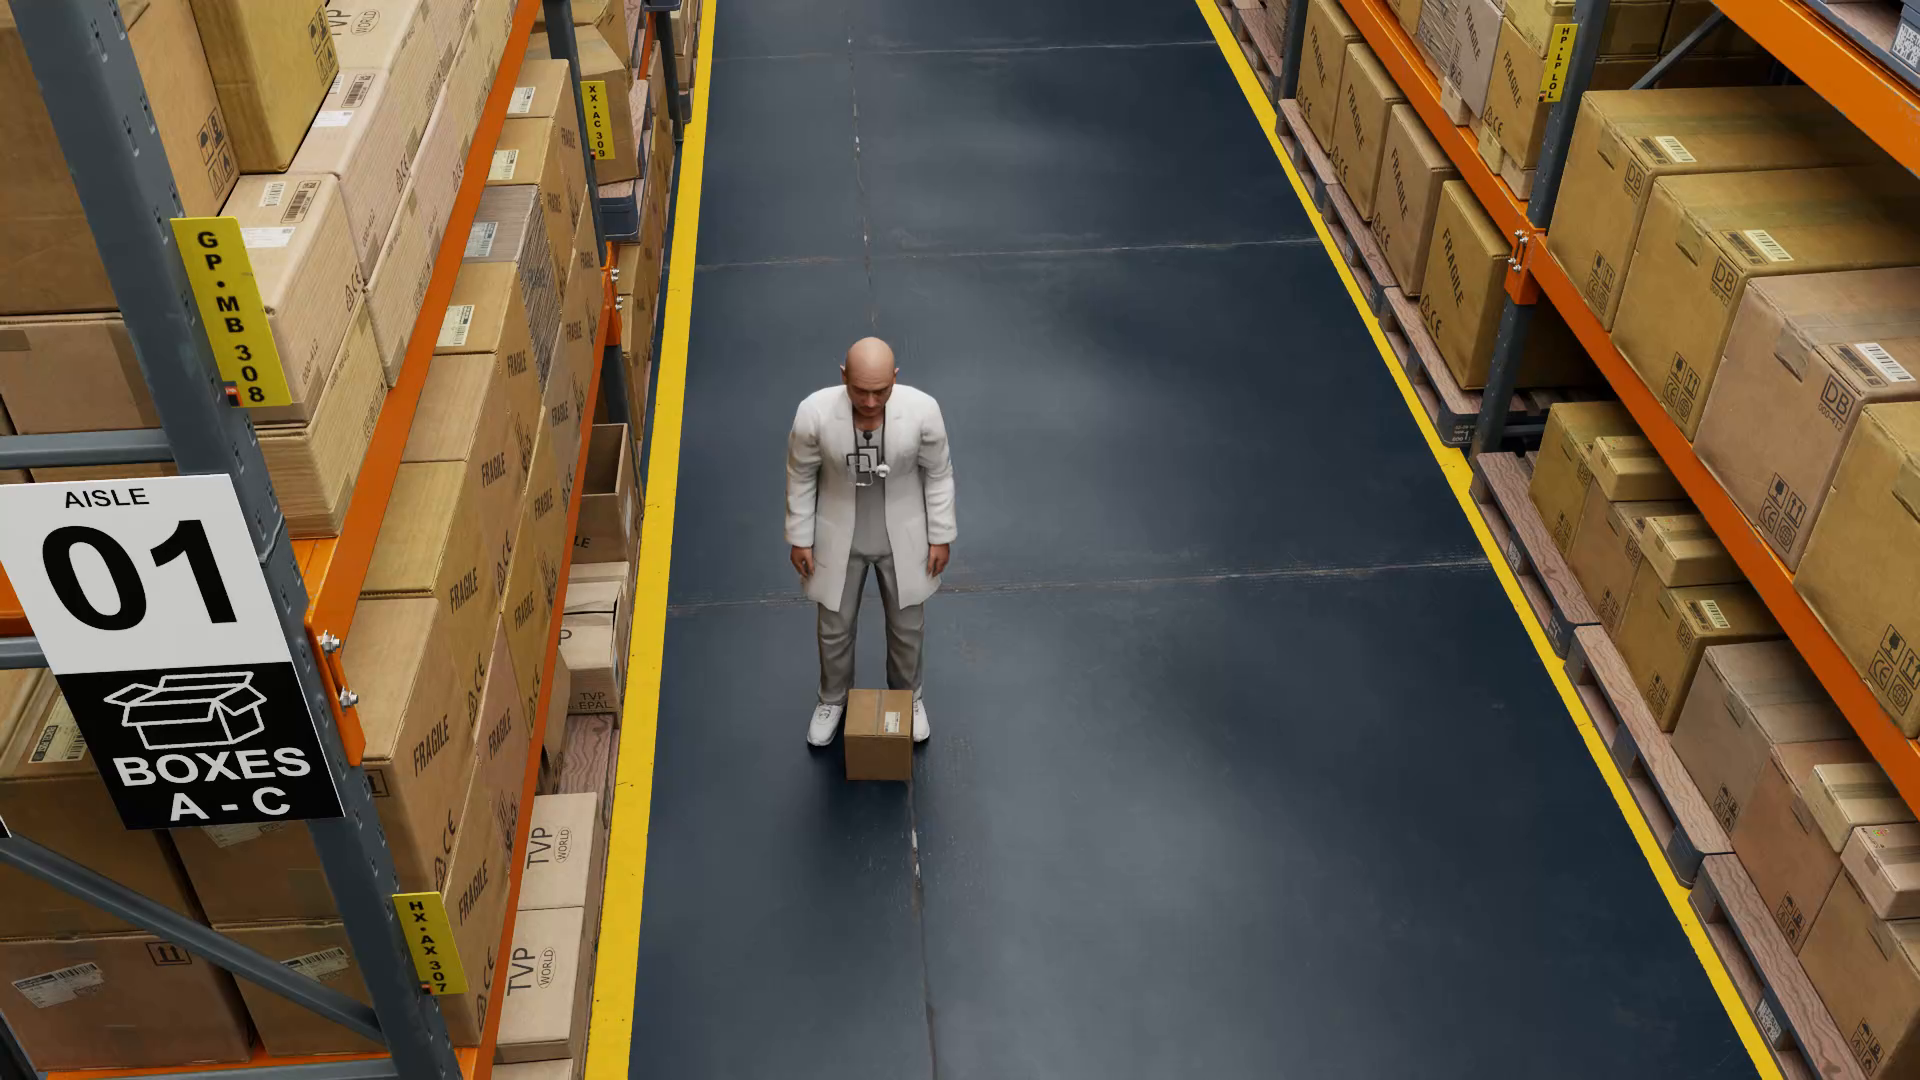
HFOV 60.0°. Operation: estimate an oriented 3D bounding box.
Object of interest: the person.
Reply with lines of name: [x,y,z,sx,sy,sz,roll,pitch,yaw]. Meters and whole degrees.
person: [-0.331,0.002,6.164,0.640,1.773,0.425,-2,39,-2]
